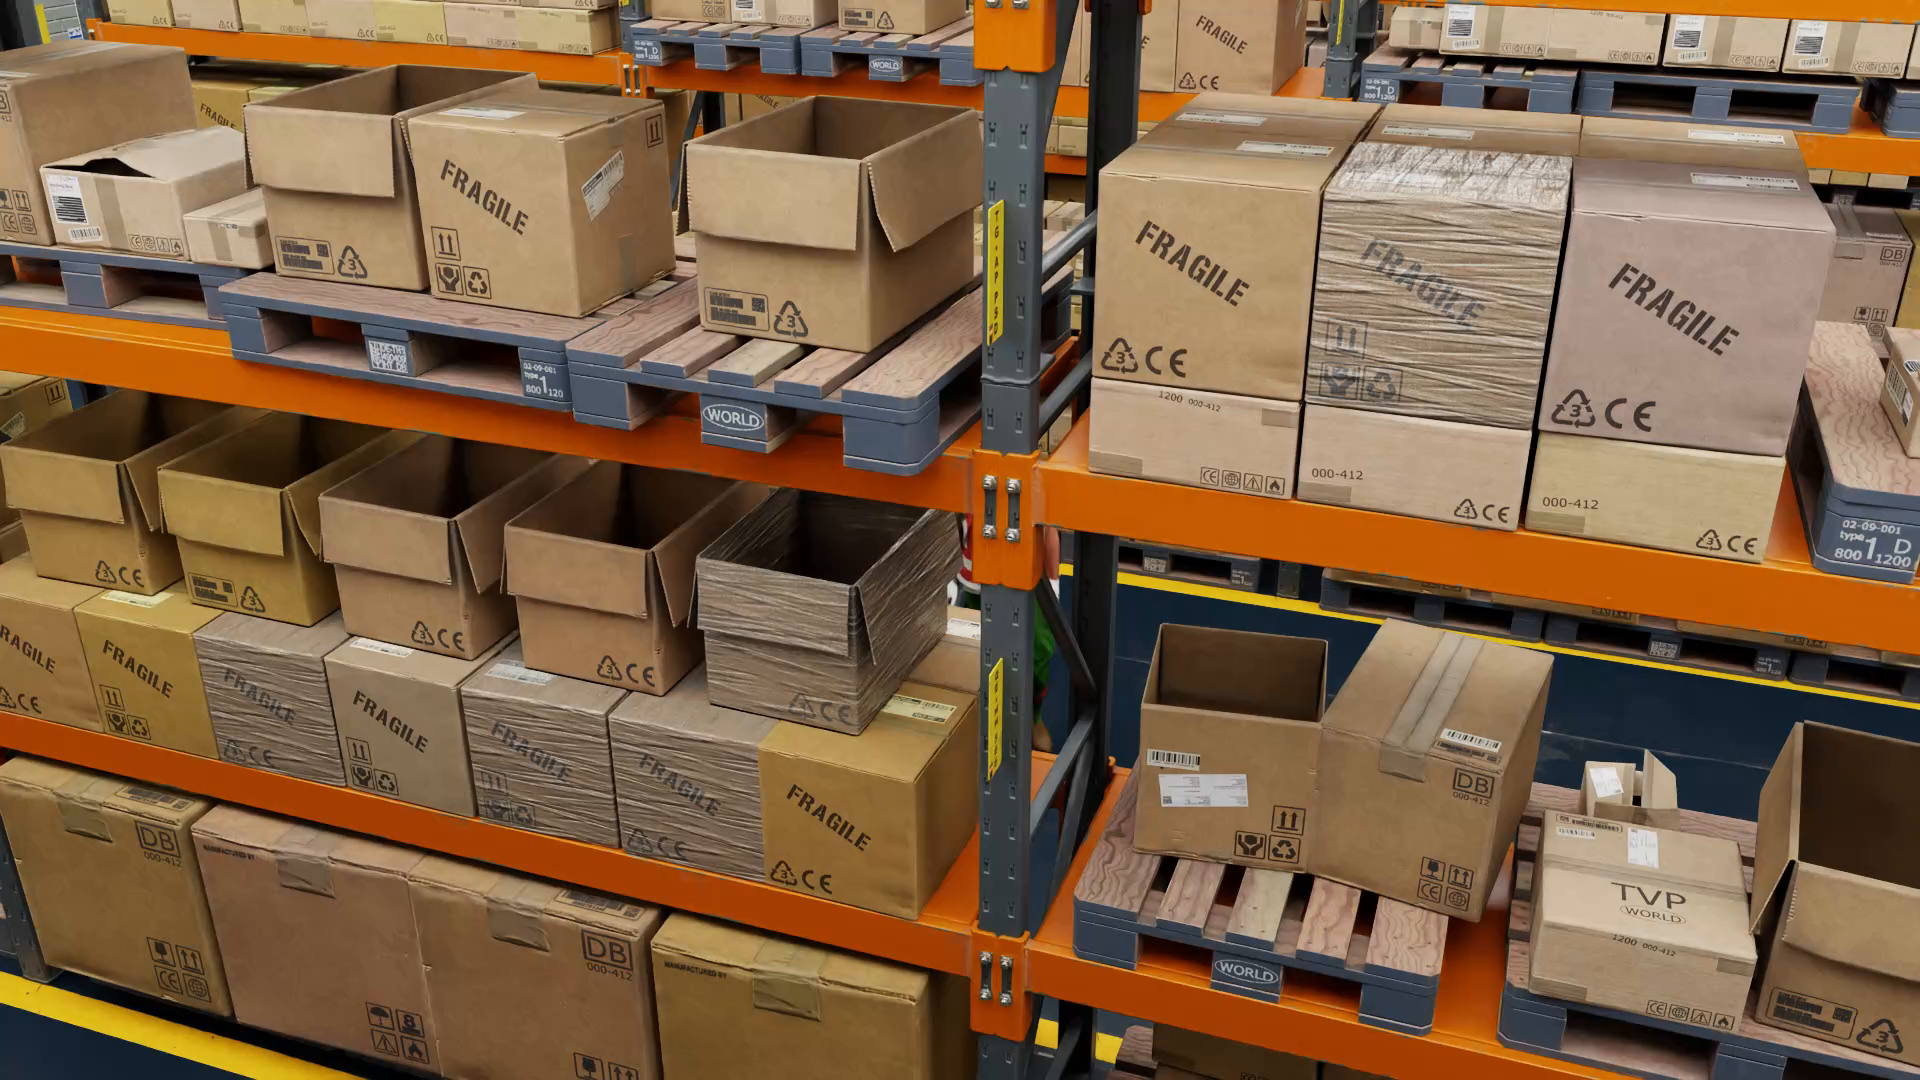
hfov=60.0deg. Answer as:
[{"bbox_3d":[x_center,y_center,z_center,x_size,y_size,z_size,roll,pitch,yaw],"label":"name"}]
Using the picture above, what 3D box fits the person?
[{"bbox_3d":[0.189,0.231,7.672,0.545,1.795,0.441,0,25,1],"label":"person"}]
